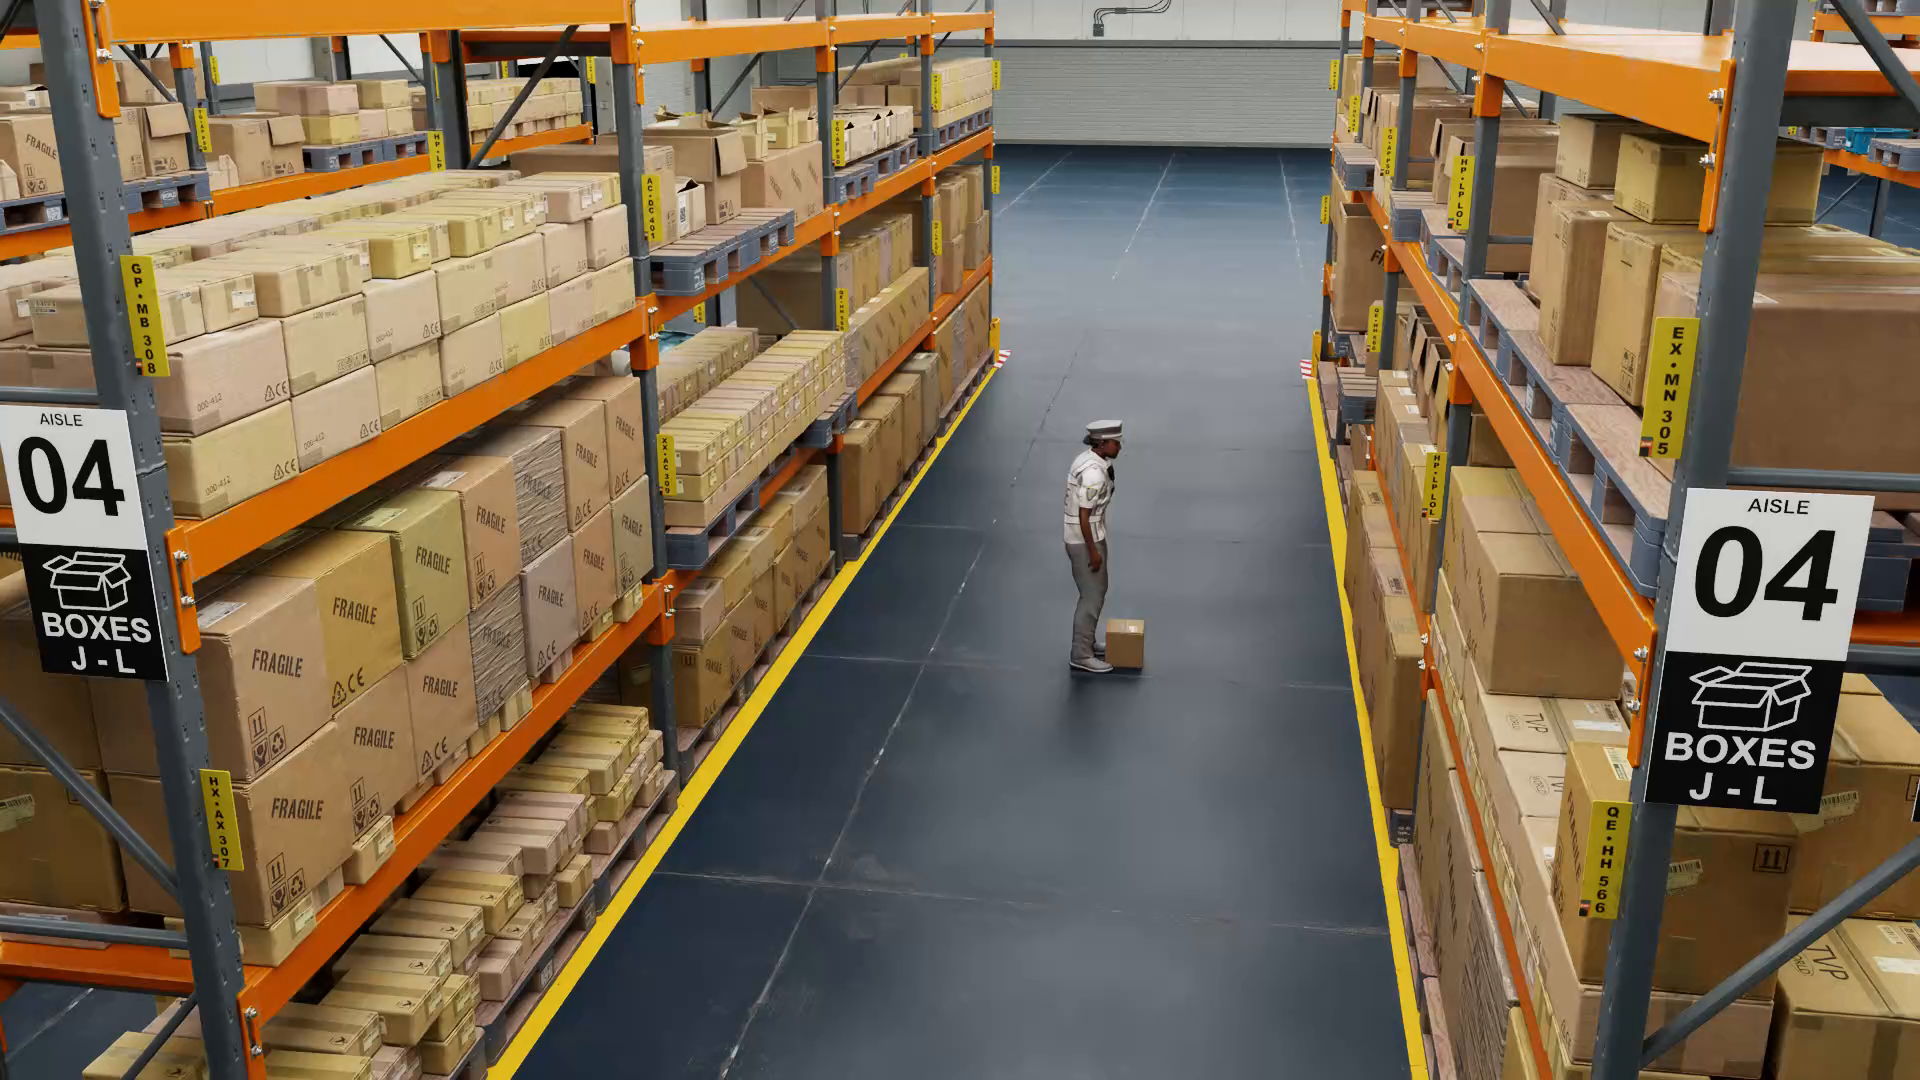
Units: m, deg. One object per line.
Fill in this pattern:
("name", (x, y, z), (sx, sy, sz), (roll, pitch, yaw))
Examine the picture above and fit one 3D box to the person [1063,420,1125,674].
("person", (0.875, 0.018, 11.000), (0.392, 1.660, 0.505), (3, 18, 9))
